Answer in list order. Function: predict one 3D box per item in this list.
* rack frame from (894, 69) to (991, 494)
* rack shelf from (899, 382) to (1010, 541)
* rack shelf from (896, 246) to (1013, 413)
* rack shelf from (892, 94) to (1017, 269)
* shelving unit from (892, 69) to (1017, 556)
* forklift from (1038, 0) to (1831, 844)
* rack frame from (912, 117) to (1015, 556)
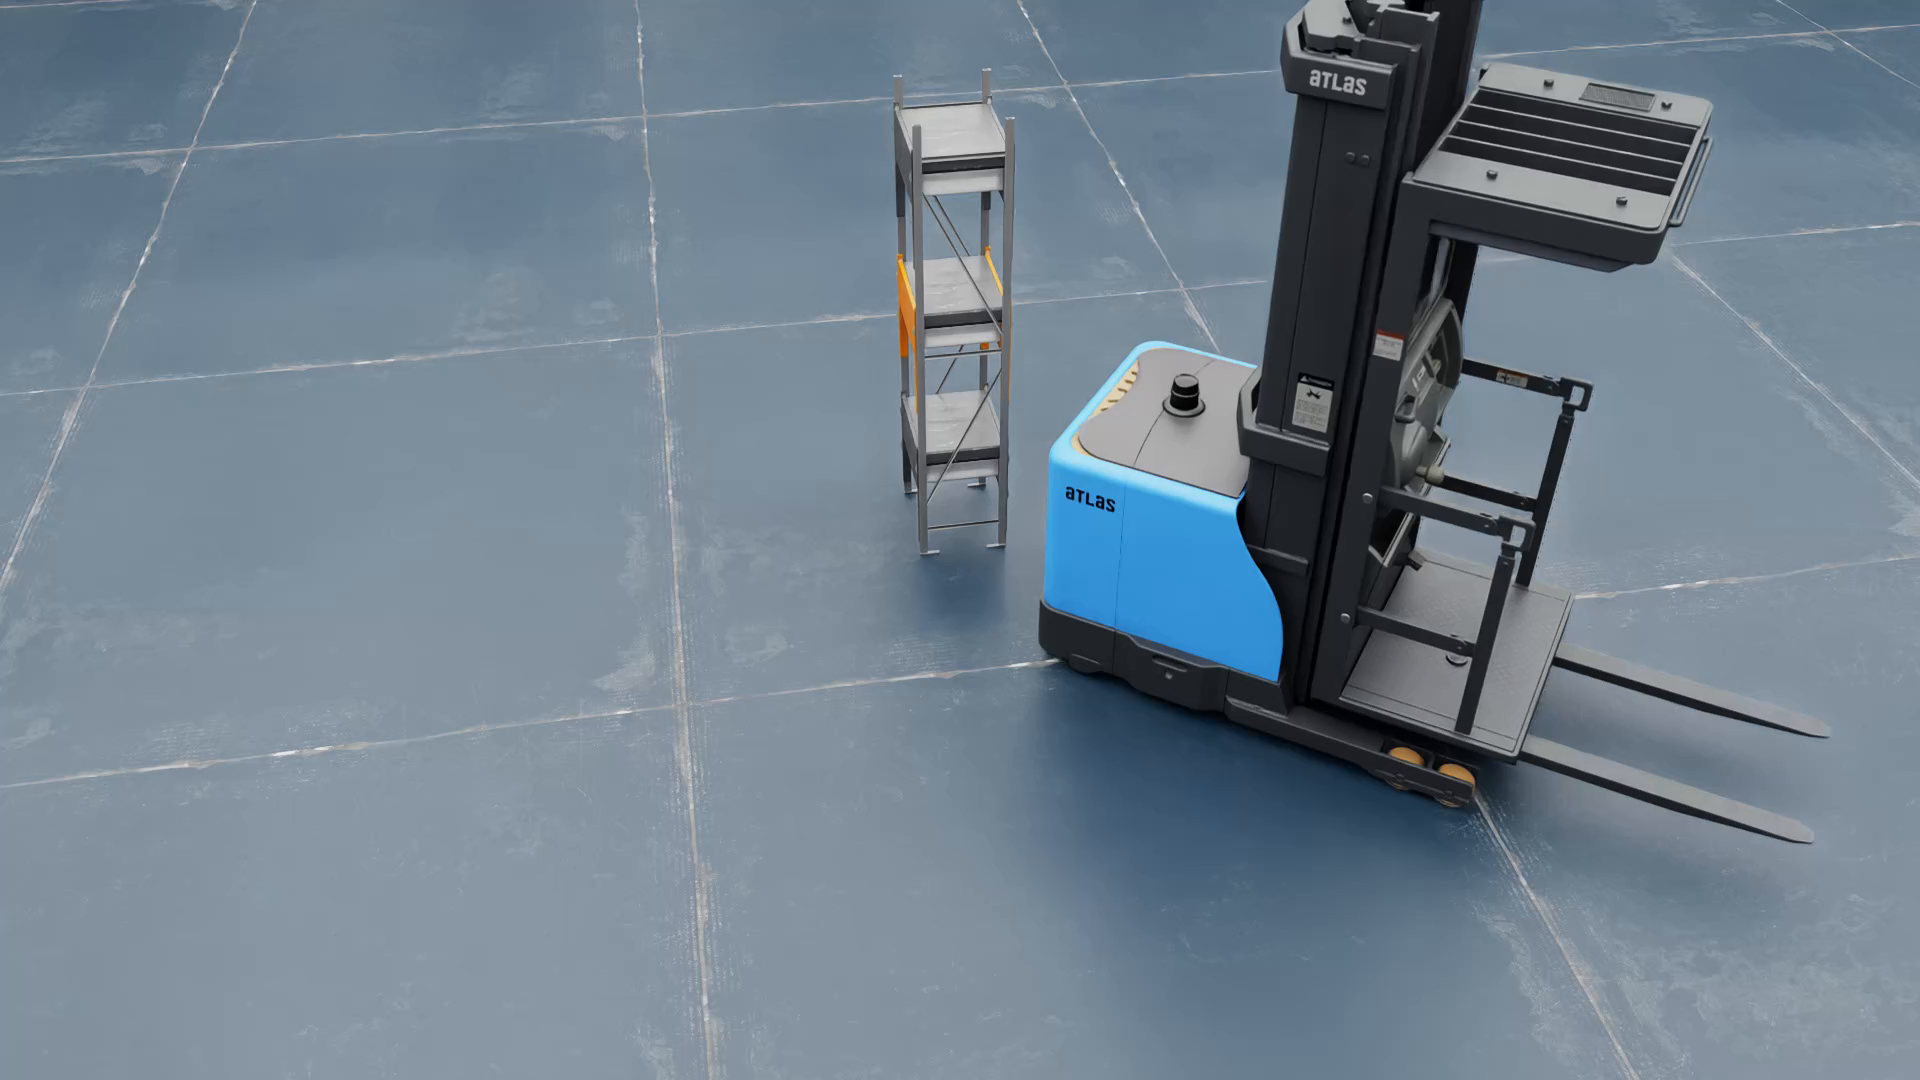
[{"bbox_3d":[-0.072,-1.077,7.424,0.400,2.100,0.015,-6,38,-8],"label":"rack frame"},{"bbox_3d":[-0.029,-0.366,7.672,0.431,0.518,0.480,-6,38,-8],"label":"rack shelf"},{"bbox_3d":[-0.029,-0.918,7.243,0.431,0.518,0.480,-6,38,-8],"label":"rack shelf"},{"bbox_3d":[-0.029,-1.471,6.813,0.431,0.518,0.480,-6,38,-8],"label":"rack shelf"},{"bbox_3d":[-0.029,-0.929,7.235,0.431,2.100,0.503,-6,38,-8],"label":"shelving unit"},{"bbox_3d":[1.882,-0.501,6.006,3.031,2.935,1.130,18,41,21],"label":"forklift"},{"bbox_3d":[0.014,-0.782,7.045,0.400,2.100,0.015,-6,38,-8],"label":"rack frame"}]
